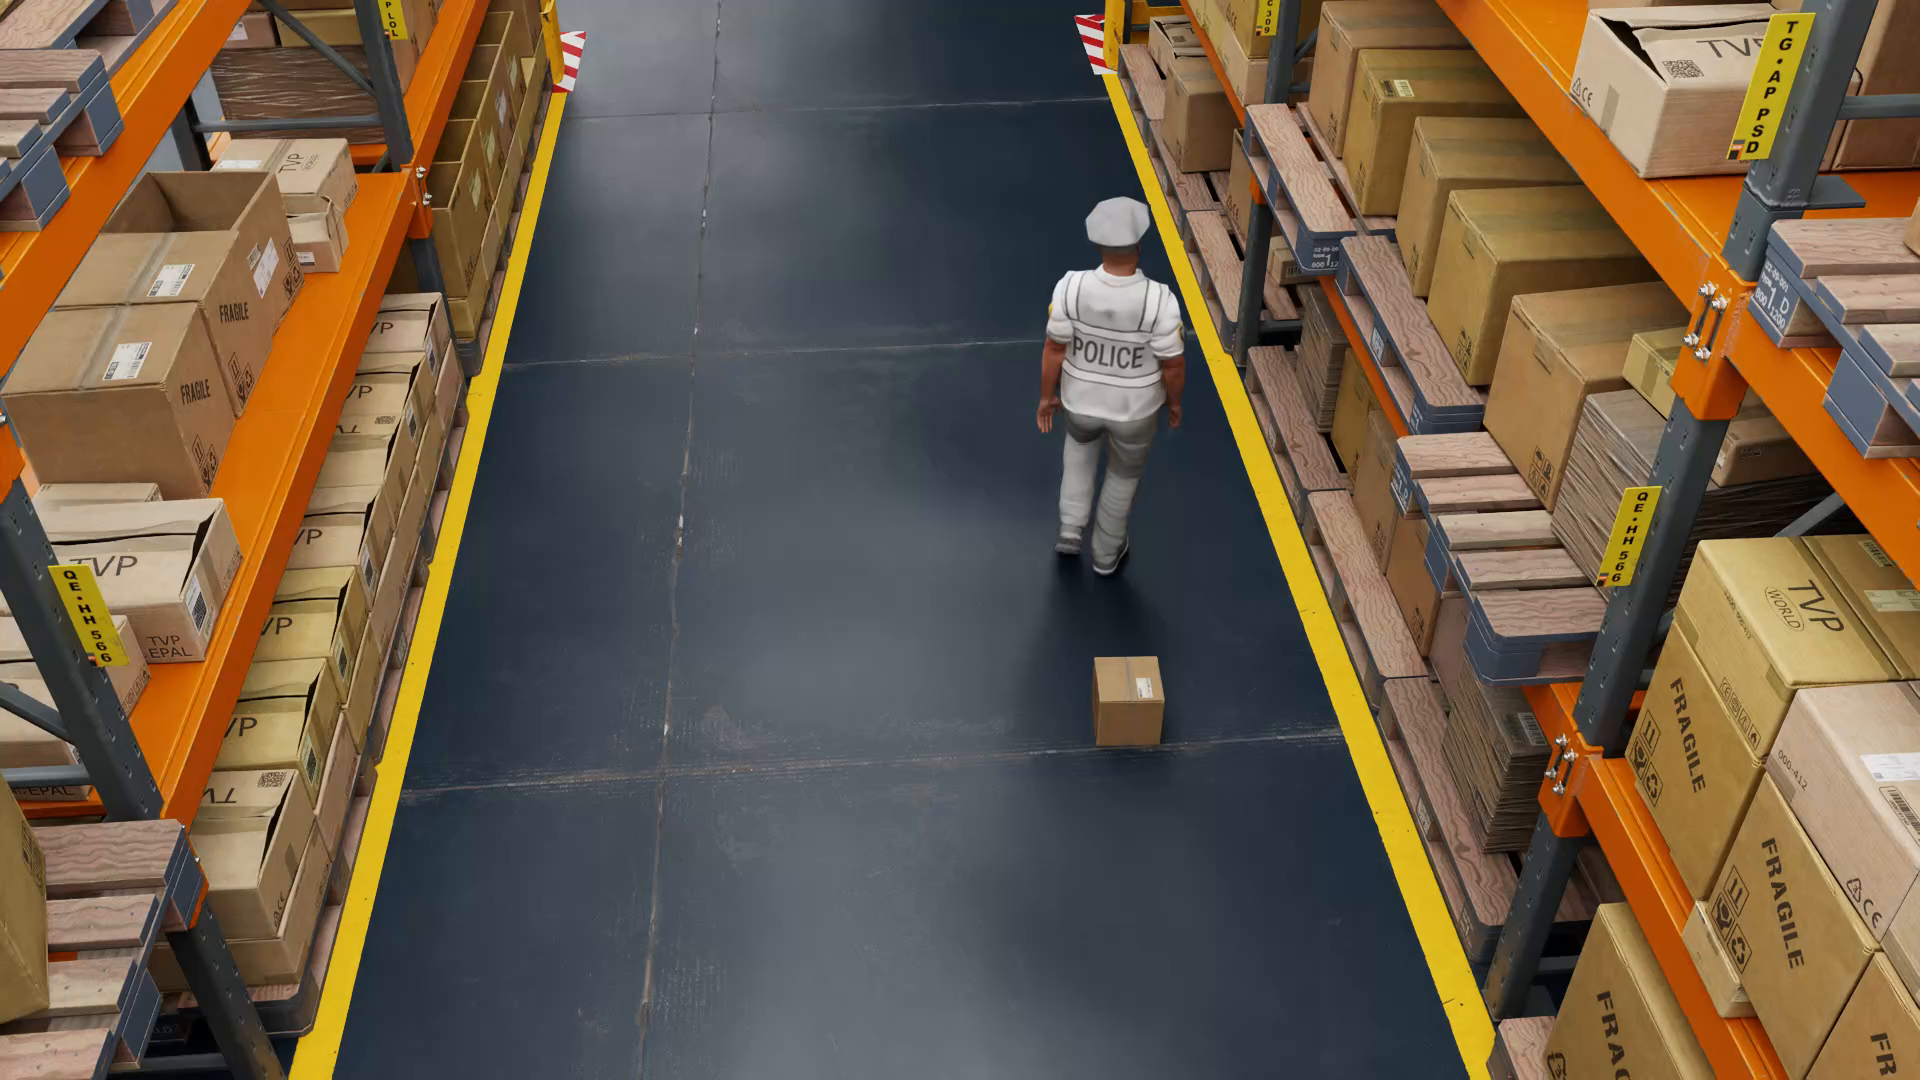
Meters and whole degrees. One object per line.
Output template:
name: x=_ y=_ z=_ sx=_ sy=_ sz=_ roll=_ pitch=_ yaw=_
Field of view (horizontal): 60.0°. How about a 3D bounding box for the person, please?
person: x=0.643 y=-0.606 z=6.891 sx=0.589 sy=1.799 sz=0.474 roll=13 pitch=41 yaw=15
